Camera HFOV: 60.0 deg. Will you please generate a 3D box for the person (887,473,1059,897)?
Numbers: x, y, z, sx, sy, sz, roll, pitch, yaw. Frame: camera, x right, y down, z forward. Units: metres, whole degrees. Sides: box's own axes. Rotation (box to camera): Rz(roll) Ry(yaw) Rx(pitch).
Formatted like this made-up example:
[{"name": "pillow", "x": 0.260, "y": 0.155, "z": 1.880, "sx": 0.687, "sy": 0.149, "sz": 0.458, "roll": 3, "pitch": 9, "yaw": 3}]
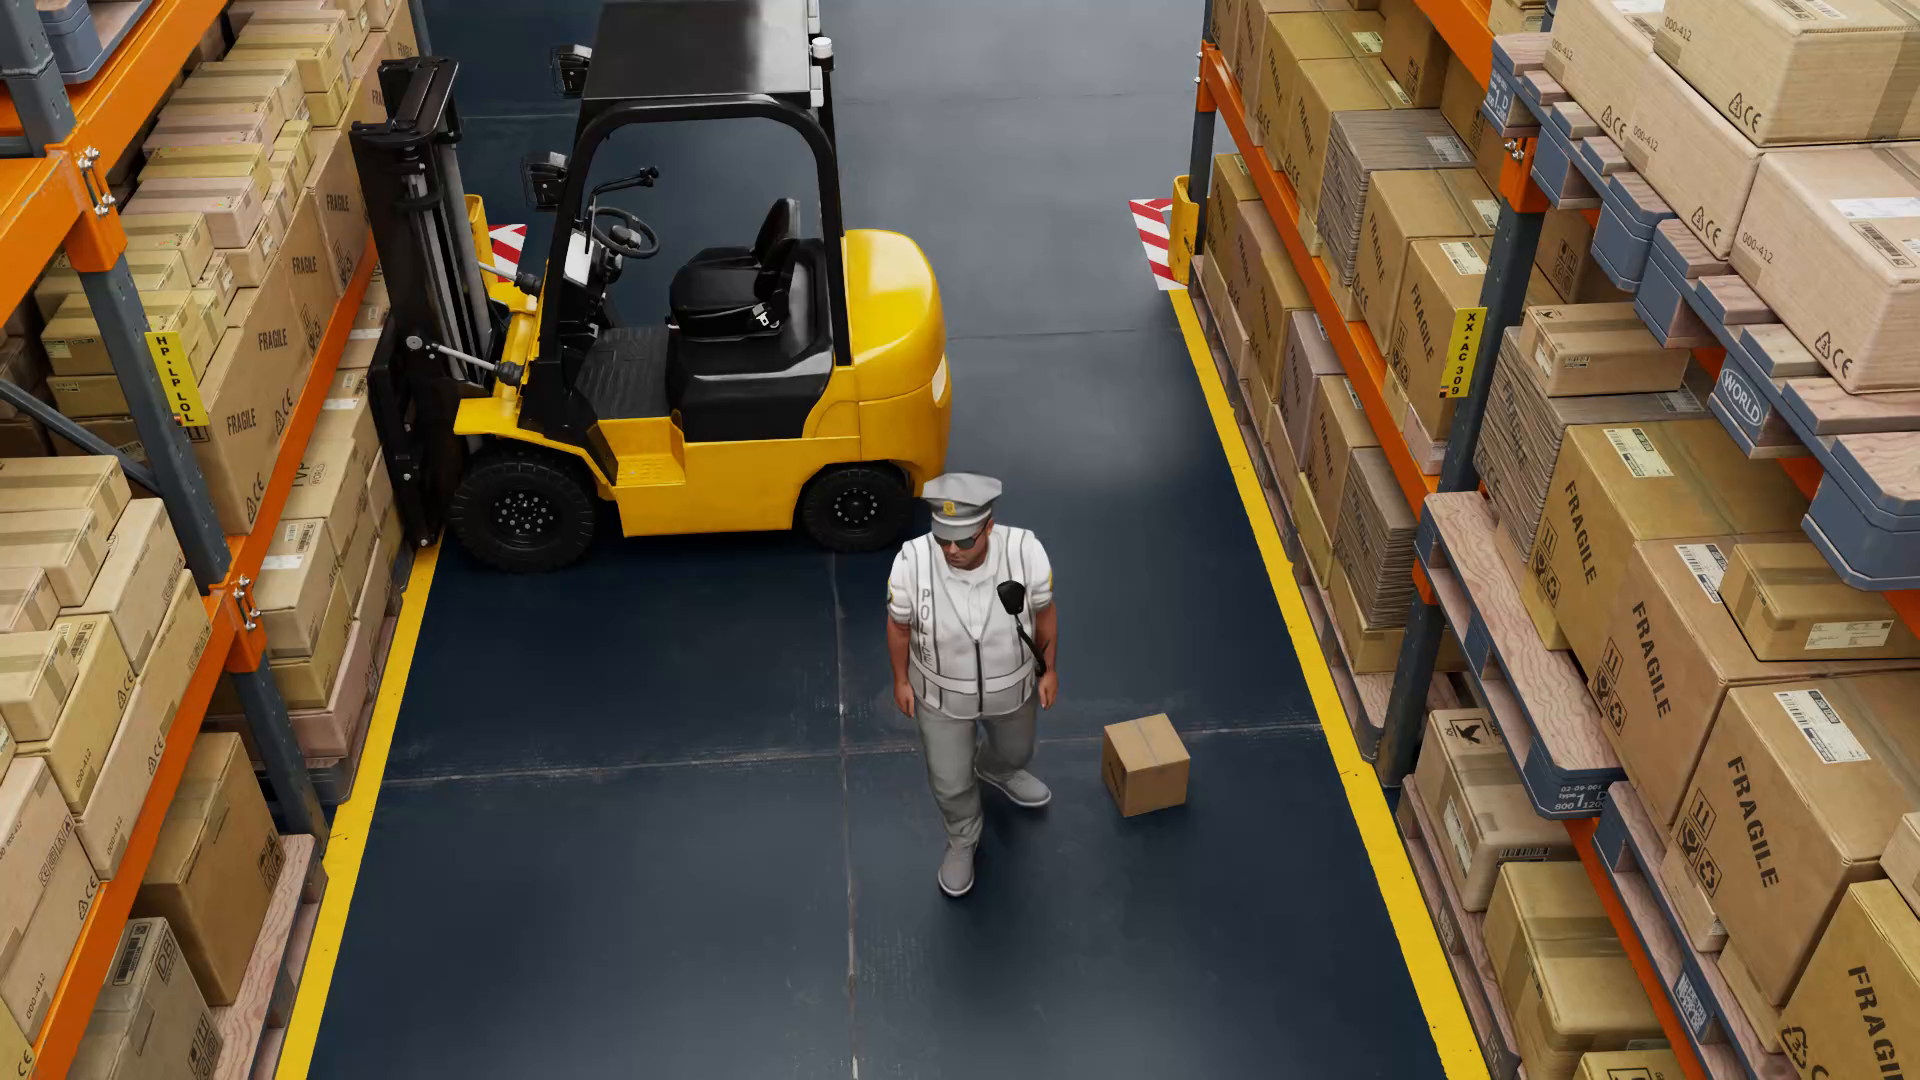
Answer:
[{"name": "person", "x": 0.055, "y": 0.414, "z": 5.630, "sx": 0.602, "sy": 1.743, "sz": 0.593, "roll": -4, "pitch": 39, "yaw": -5}]
